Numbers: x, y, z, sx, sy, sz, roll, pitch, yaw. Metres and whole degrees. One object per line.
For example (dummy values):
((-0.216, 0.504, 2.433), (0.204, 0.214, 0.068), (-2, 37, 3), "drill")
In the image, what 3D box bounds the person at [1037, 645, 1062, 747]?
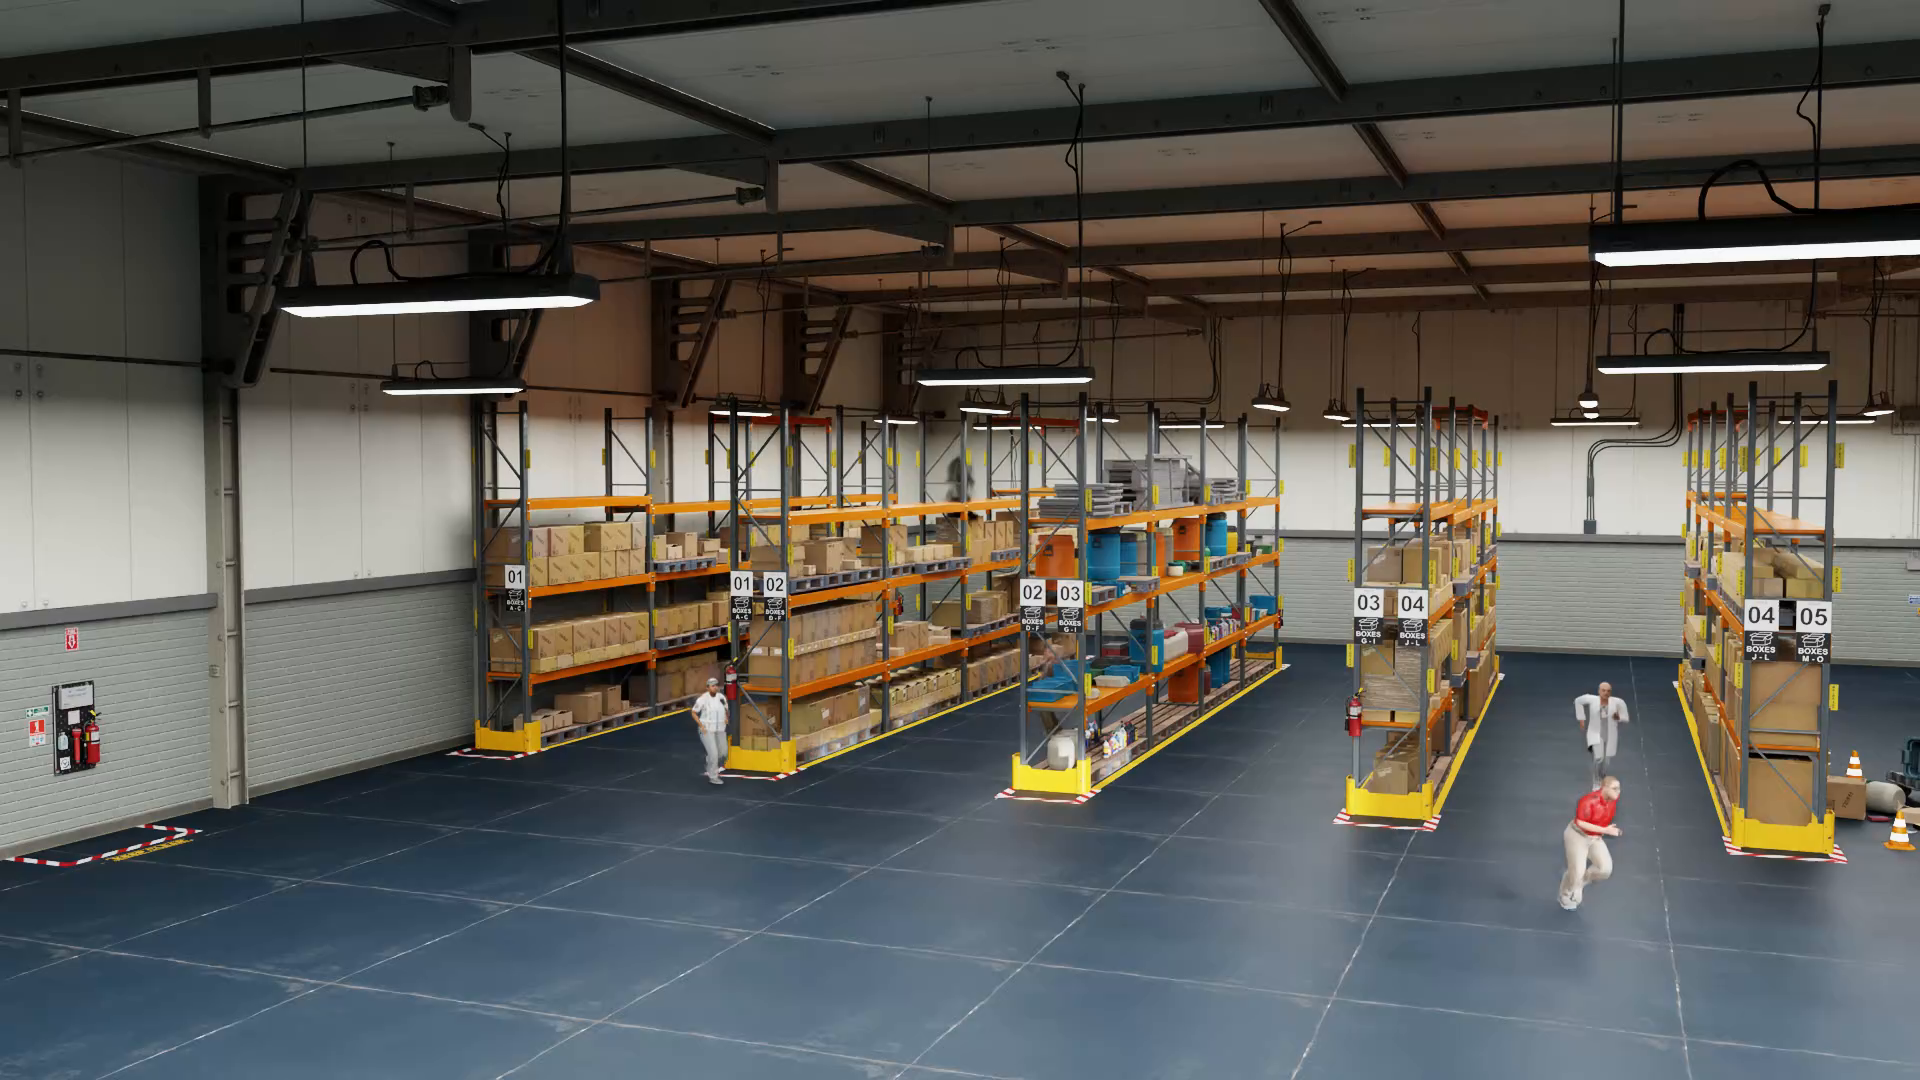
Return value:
((1.652, 2.724, 29.328), (0.762, 1.761, 0.902), (-2, 3, -29), "person")

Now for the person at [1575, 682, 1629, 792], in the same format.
((9.445, 2.937, 24.481), (0.691, 1.737, 0.961), (0, 3, 8), "person")

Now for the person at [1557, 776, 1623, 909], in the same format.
((6.998, 3.344, 18.327), (0.700, 1.529, 0.912), (-1, 3, -27), "person")

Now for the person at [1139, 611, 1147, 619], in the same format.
((4.186, 2.387, 36.996), (0.573, 1.687, 0.904), (1, 3, 27), "person")

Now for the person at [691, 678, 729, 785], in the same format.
((-3.845, 2.938, 25.720), (0.603, 1.625, 0.640), (-2, 3, -35), "person")
